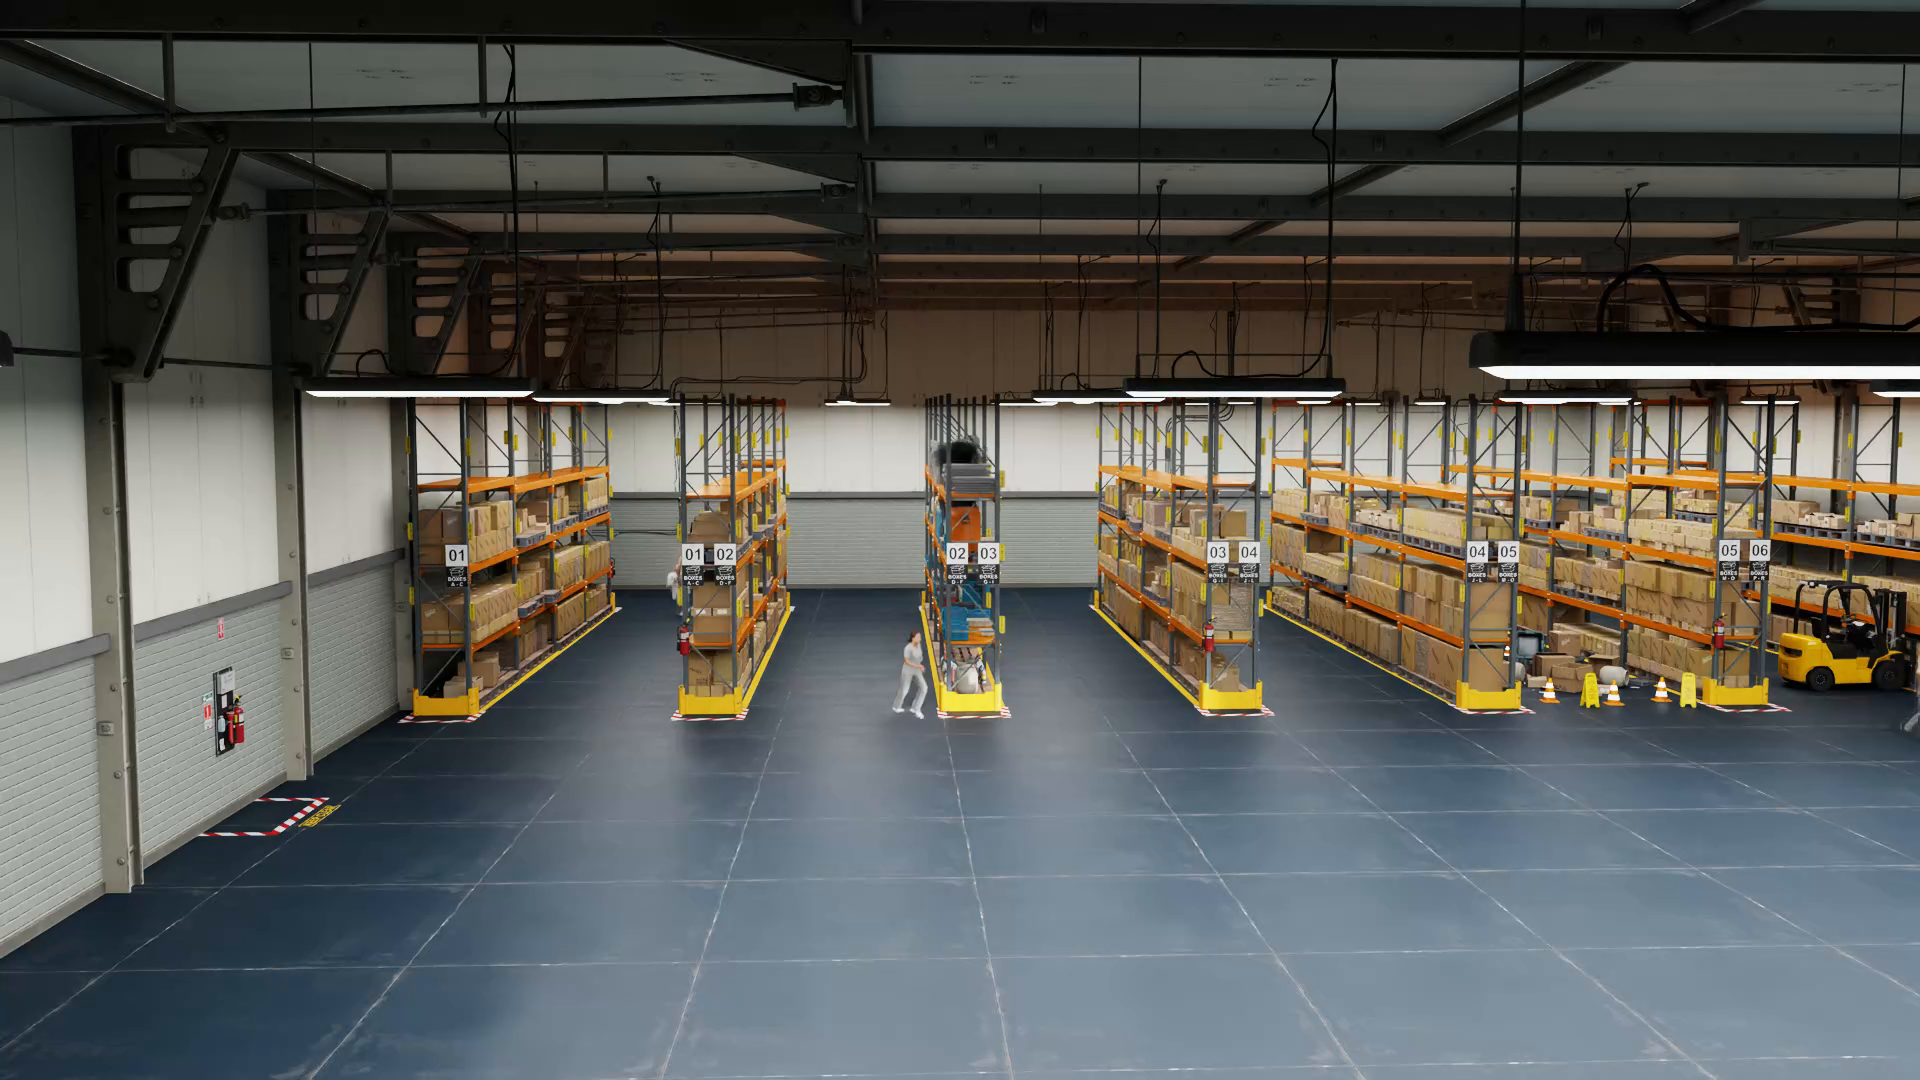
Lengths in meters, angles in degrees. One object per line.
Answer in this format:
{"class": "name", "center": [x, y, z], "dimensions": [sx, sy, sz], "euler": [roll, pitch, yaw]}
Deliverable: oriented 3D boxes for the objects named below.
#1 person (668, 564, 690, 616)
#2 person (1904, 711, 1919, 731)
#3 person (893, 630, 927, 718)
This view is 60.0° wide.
{"class": "person", "center": [-7.629, 1.435, 45.411], "dimensions": [0.723, 1.378, 1.061], "euler": [-1, 5, -15]}
{"class": "person", "center": [16.966, 2.626, 28.981], "dimensions": [0.625, 1.621, 0.704], "euler": [-1, 5, -11]}
{"class": "person", "center": [-0.916, 2.476, 30.890], "dimensions": [0.506, 1.644, 0.855], "euler": [-4, 6, -40]}
